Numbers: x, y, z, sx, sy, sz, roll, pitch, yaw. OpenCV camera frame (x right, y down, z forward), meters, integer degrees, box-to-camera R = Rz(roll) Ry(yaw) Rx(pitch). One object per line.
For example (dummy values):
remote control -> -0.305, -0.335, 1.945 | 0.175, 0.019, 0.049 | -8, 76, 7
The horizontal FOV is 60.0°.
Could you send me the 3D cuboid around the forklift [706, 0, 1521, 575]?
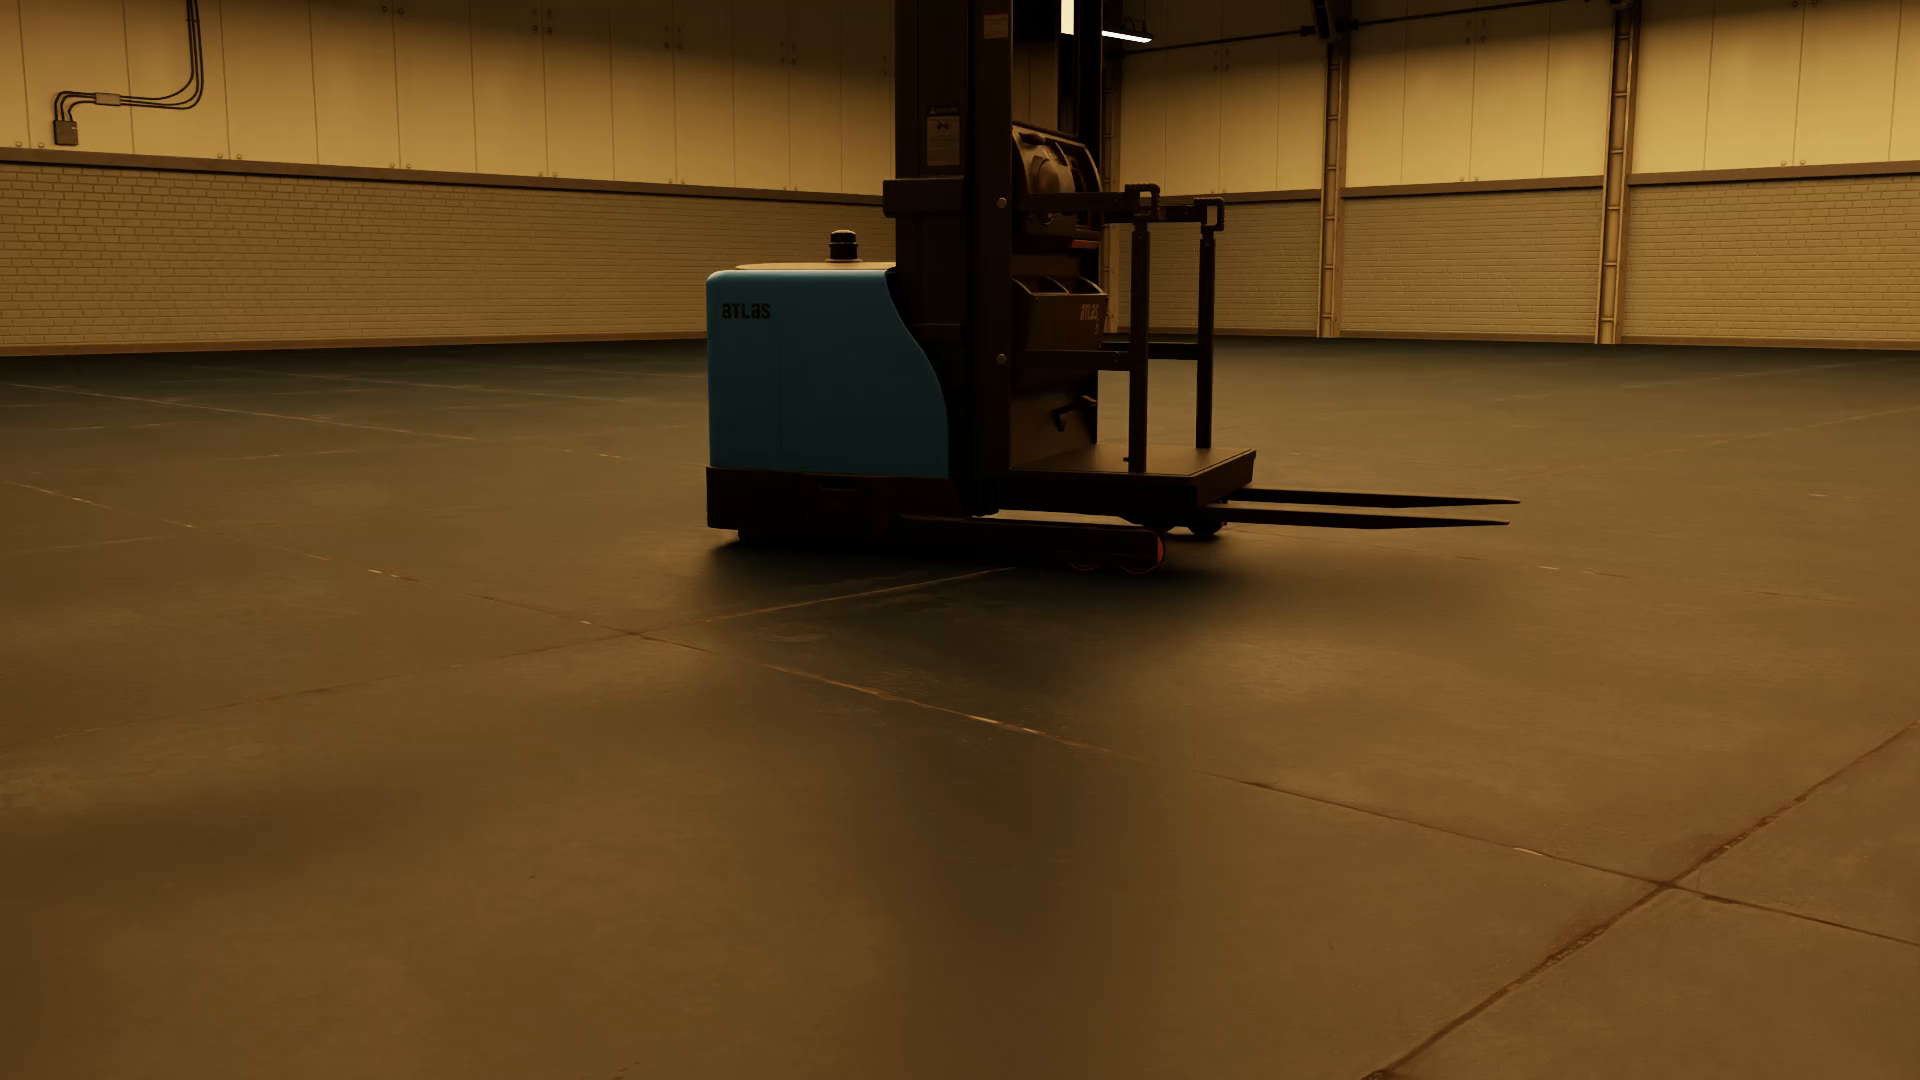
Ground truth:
forklift -> 0.565, -1.416, 6.275 | 3.031, 2.935, 1.130 | 3, 9, 22
